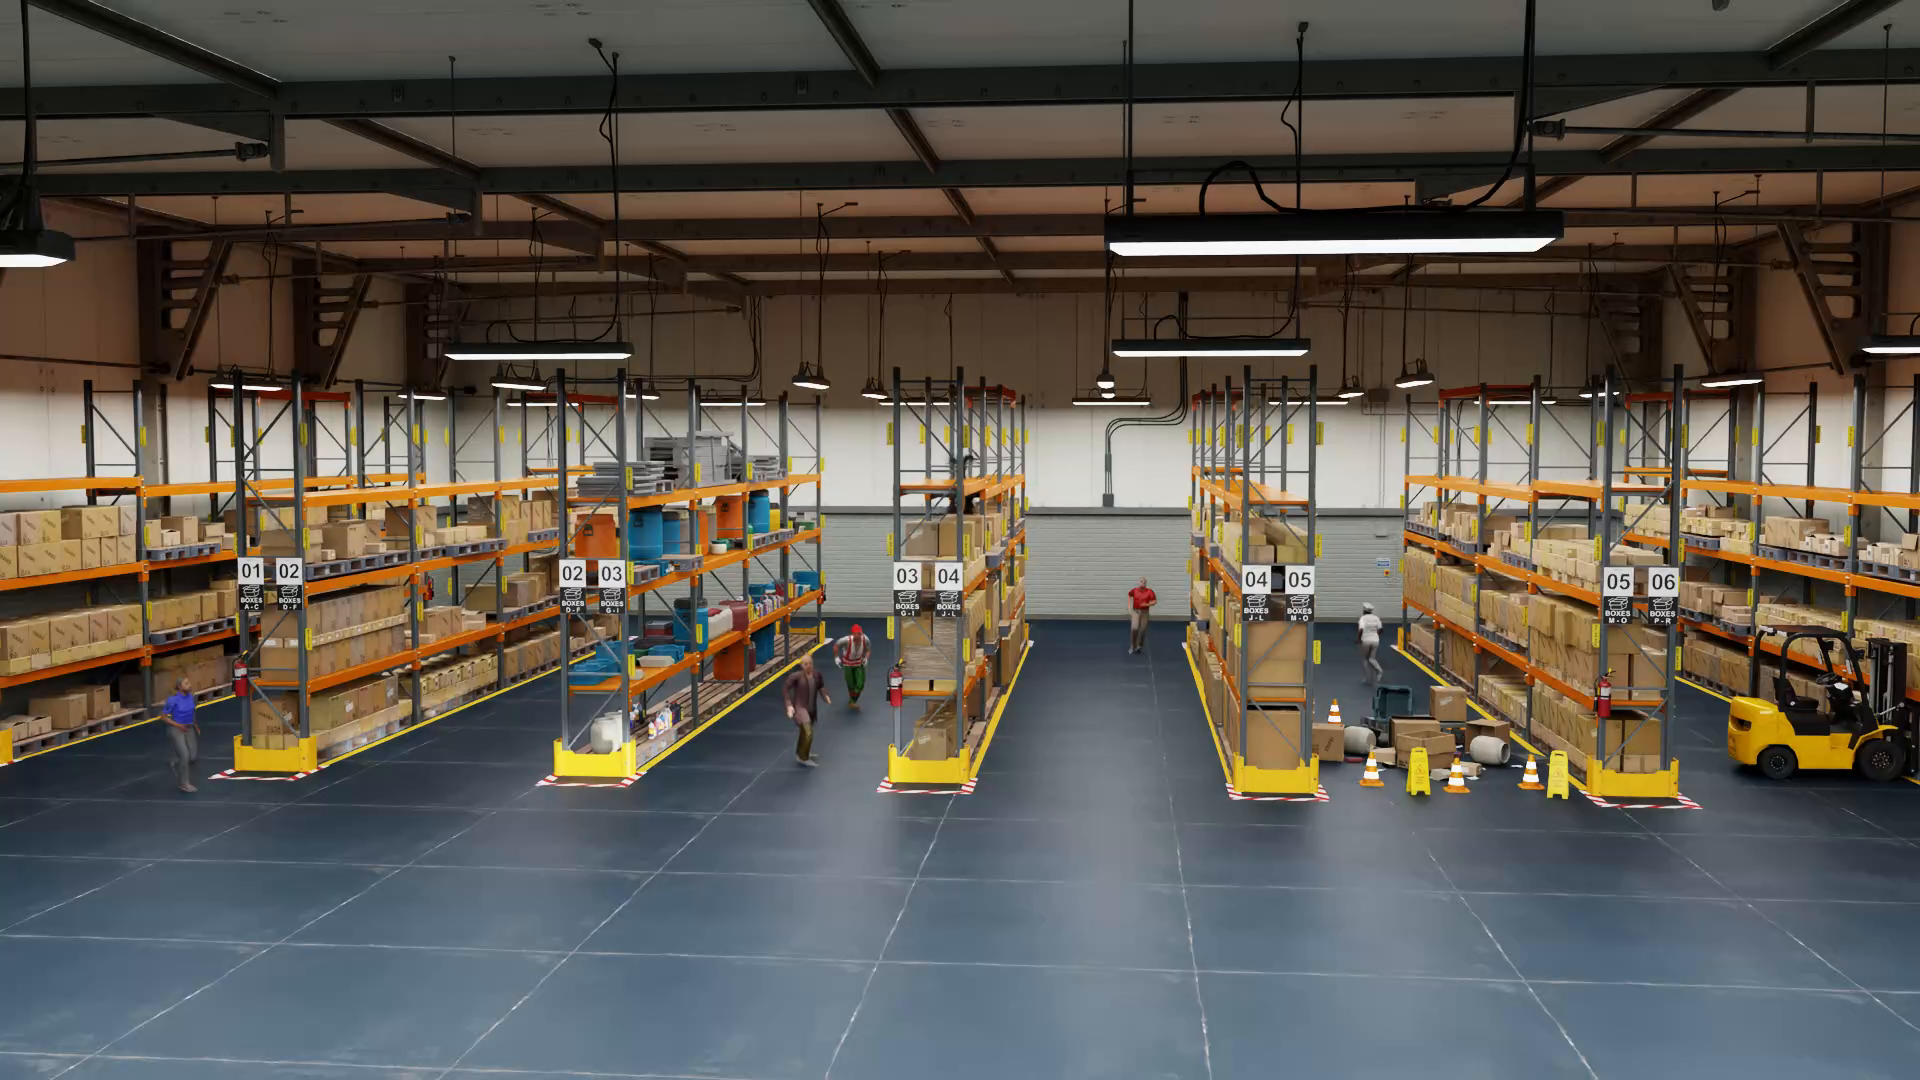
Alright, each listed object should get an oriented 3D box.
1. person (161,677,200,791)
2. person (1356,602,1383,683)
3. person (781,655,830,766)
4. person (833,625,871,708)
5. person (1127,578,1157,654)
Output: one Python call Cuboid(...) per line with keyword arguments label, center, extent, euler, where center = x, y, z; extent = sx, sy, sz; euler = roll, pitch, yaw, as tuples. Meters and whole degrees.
Cuboid(label="person", center=(-11.032, 2.749, 23.531), extent=(0.573, 1.621, 0.572), euler=(1, 4, 23))
Cuboid(label="person", center=(8.357, 2.097, 33.785), extent=(0.573, 1.637, 0.644), euler=(-1, 4, -14))
Cuboid(label="person", center=(-2.332, 2.601, 25.361), extent=(0.884, 1.733, 0.717), euler=(3, 5, 40))
Cuboid(label="person", center=(-1.980, 2.317, 30.556), extent=(0.687, 1.591, 0.903), euler=(-1, 4, -13))
Cuboid(label="person", center=(4.222, 1.765, 38.601), extent=(0.669, 1.782, 0.682), euler=(0, 4, 6))
